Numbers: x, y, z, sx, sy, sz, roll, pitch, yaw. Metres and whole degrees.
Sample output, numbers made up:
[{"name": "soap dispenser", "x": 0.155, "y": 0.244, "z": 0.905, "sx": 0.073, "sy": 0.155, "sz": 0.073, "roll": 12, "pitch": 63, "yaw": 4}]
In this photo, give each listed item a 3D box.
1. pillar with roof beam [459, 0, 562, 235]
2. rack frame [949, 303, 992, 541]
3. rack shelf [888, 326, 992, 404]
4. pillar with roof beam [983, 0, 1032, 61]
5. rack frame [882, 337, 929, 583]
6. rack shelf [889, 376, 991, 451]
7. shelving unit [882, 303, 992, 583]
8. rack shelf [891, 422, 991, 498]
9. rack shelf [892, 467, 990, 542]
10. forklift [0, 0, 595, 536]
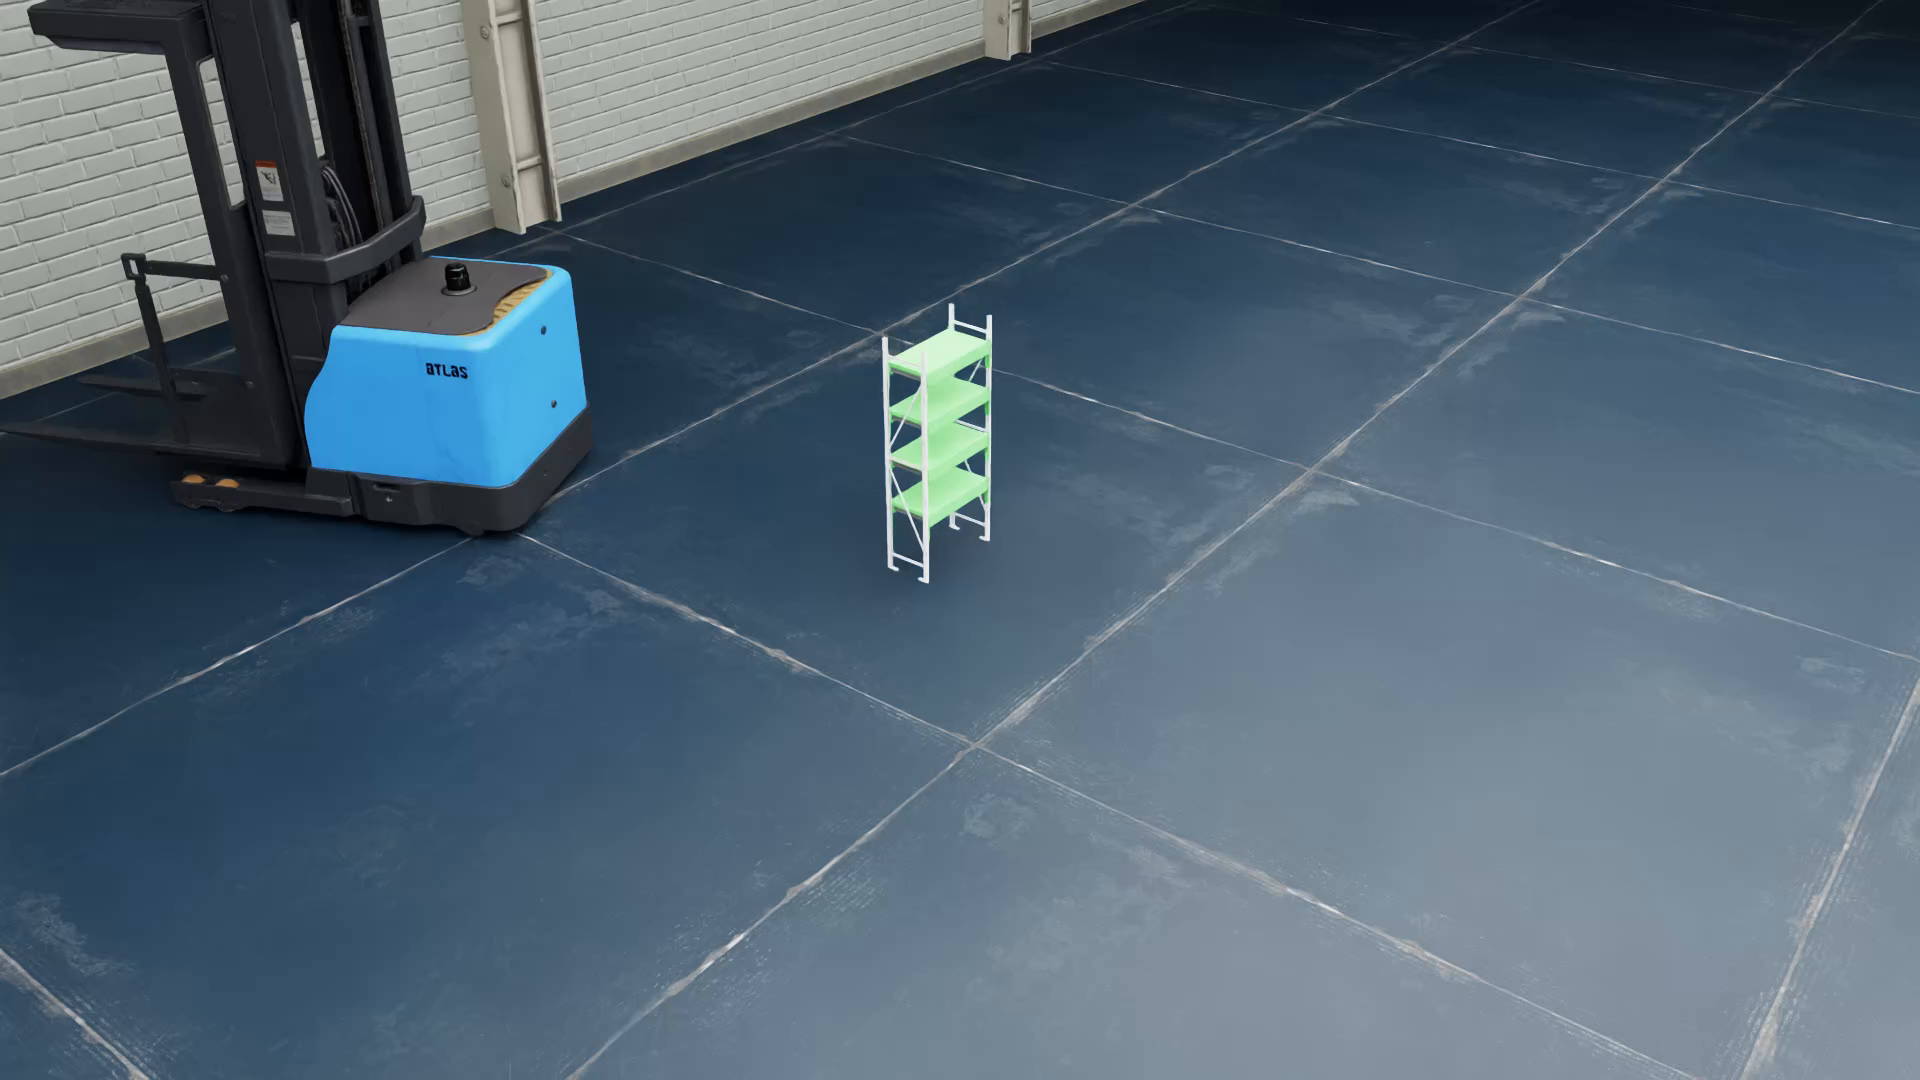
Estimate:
[{"name": "pillar with roof beam", "x": 0.271, "y": -4.867, "z": 7.636, "sx": 9.100, "sy": 9.000, "sz": 0.400, "roll": 21, "pitch": 37, "yaw": 31}, {"name": "rack frame", "x": 0.047, "y": -0.548, "z": 7.998, "sx": 0.240, "sy": 1.200, "sz": 0.015, "roll": 21, "pitch": 37, "yaw": 31}, {"name": "rack shelf", "x": -0.100, "y": -0.807, "z": 7.618, "sx": 0.258, "sy": 0.148, "sz": 0.480, "roll": 21, "pitch": 37, "yaw": 31}, {"name": "pillar with roof beam", "x": 3.893, "y": -7.306, "z": 11.751, "sx": 9.100, "sy": 9.000, "sz": 0.400, "roll": 21, "pitch": 37, "yaw": 31}, {"name": "rack frame", "x": -0.247, "y": -0.350, "z": 7.663, "sx": 0.240, "sy": 1.200, "sz": 0.015, "roll": 21, "pitch": 37, "yaw": 31}, {"name": "rack shelf", "x": -0.100, "y": -0.600, "z": 7.741, "sx": 0.258, "sy": 0.148, "sz": 0.480, "roll": 21, "pitch": 37, "yaw": 31}, {"name": "shelving unit", "x": -0.100, "y": -0.449, "z": 7.831, "sx": 0.258, "sy": 1.200, "sz": 0.503, "roll": 21, "pitch": 37, "yaw": 31}, {"name": "rack shelf", "x": -0.100, "y": -0.394, "z": 7.863, "sx": 0.258, "sy": 0.148, "sz": 0.480, "roll": 21, "pitch": 37, "yaw": 31}, {"name": "rack shelf", "x": -0.100, "y": -0.187, "z": 7.986, "sx": 0.258, "sy": 0.148, "sz": 0.480, "roll": 21, "pitch": 37, "yaw": 31}, {"name": "forklift", "x": -3.545, "y": -1.659, "z": 8.175, "sx": 3.031, "sy": 2.935, "sz": 1.130, "roll": 6, "pitch": 31, "yaw": 11}]
